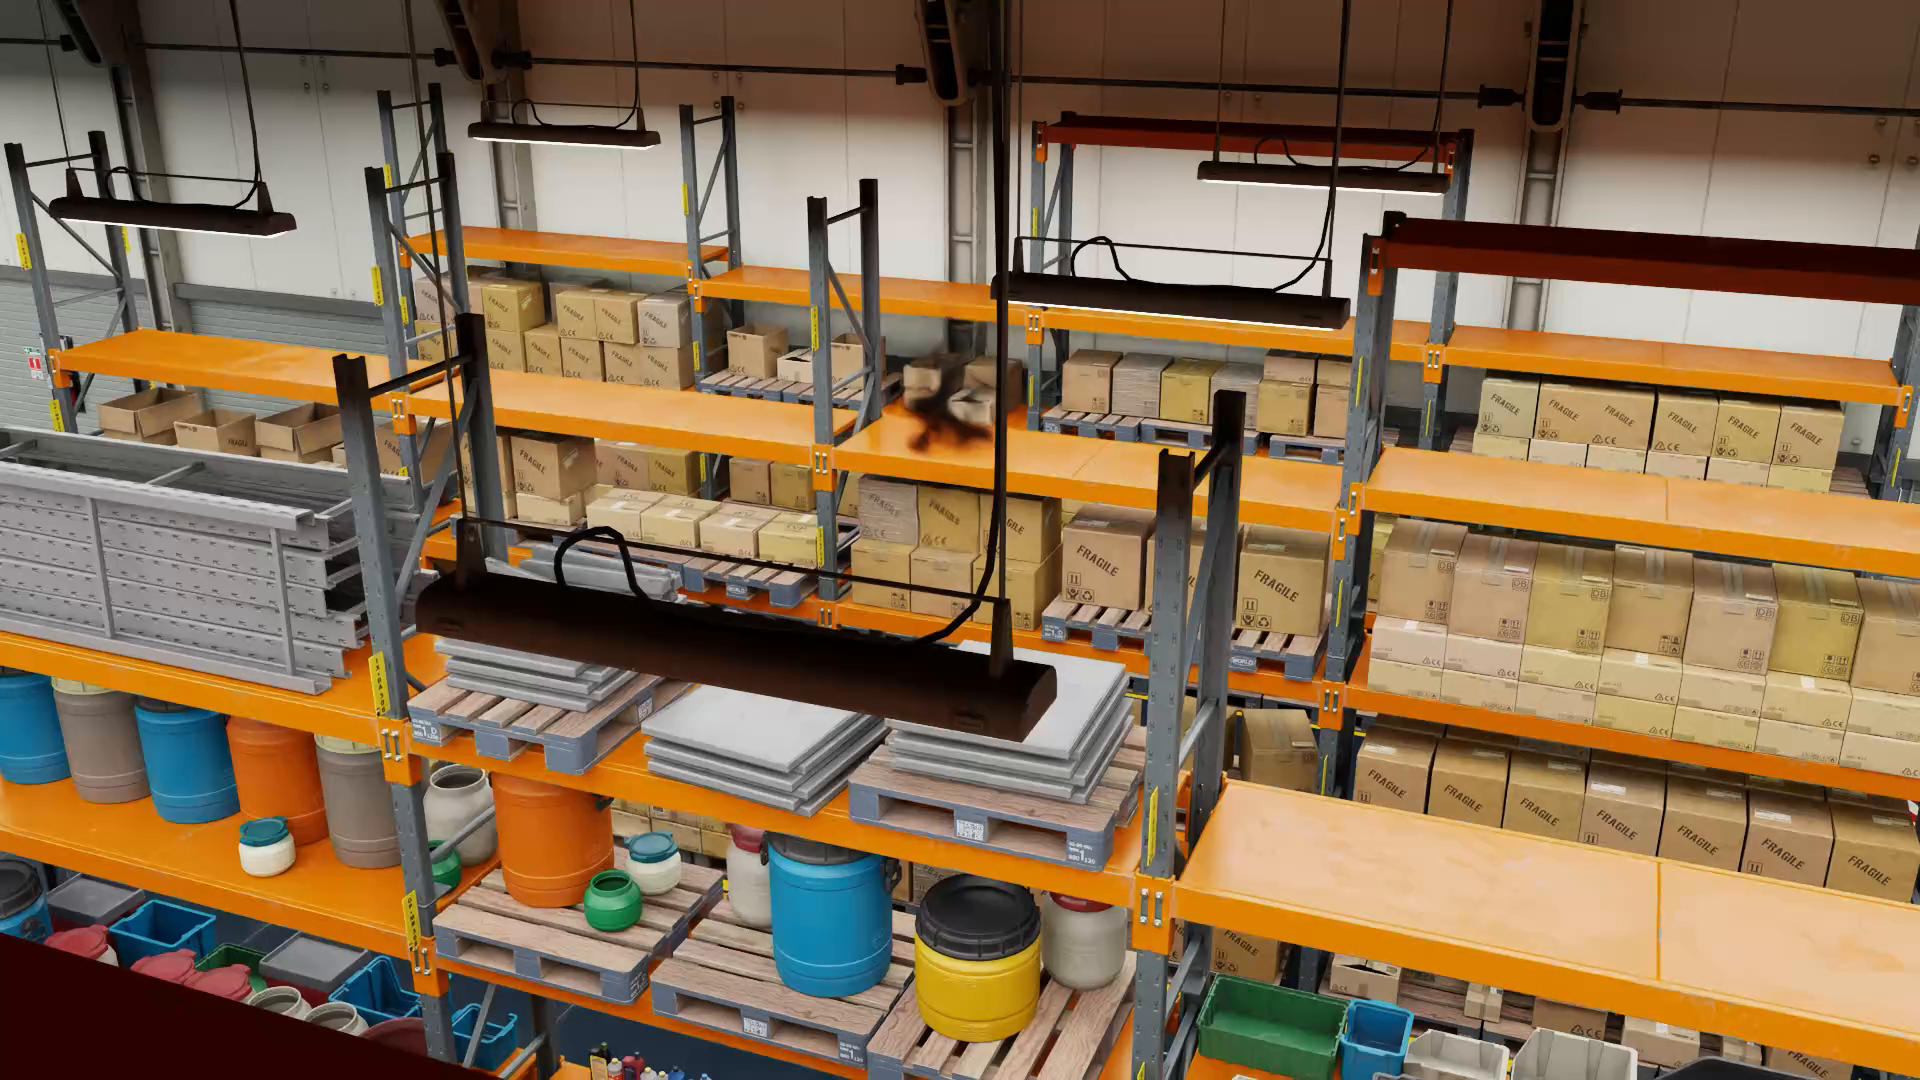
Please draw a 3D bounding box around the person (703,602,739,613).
[{"bbox_3d":[-2.408,1.312,16.689,0.754,1.719,0.574,9,22,21],"label":"person"}]
